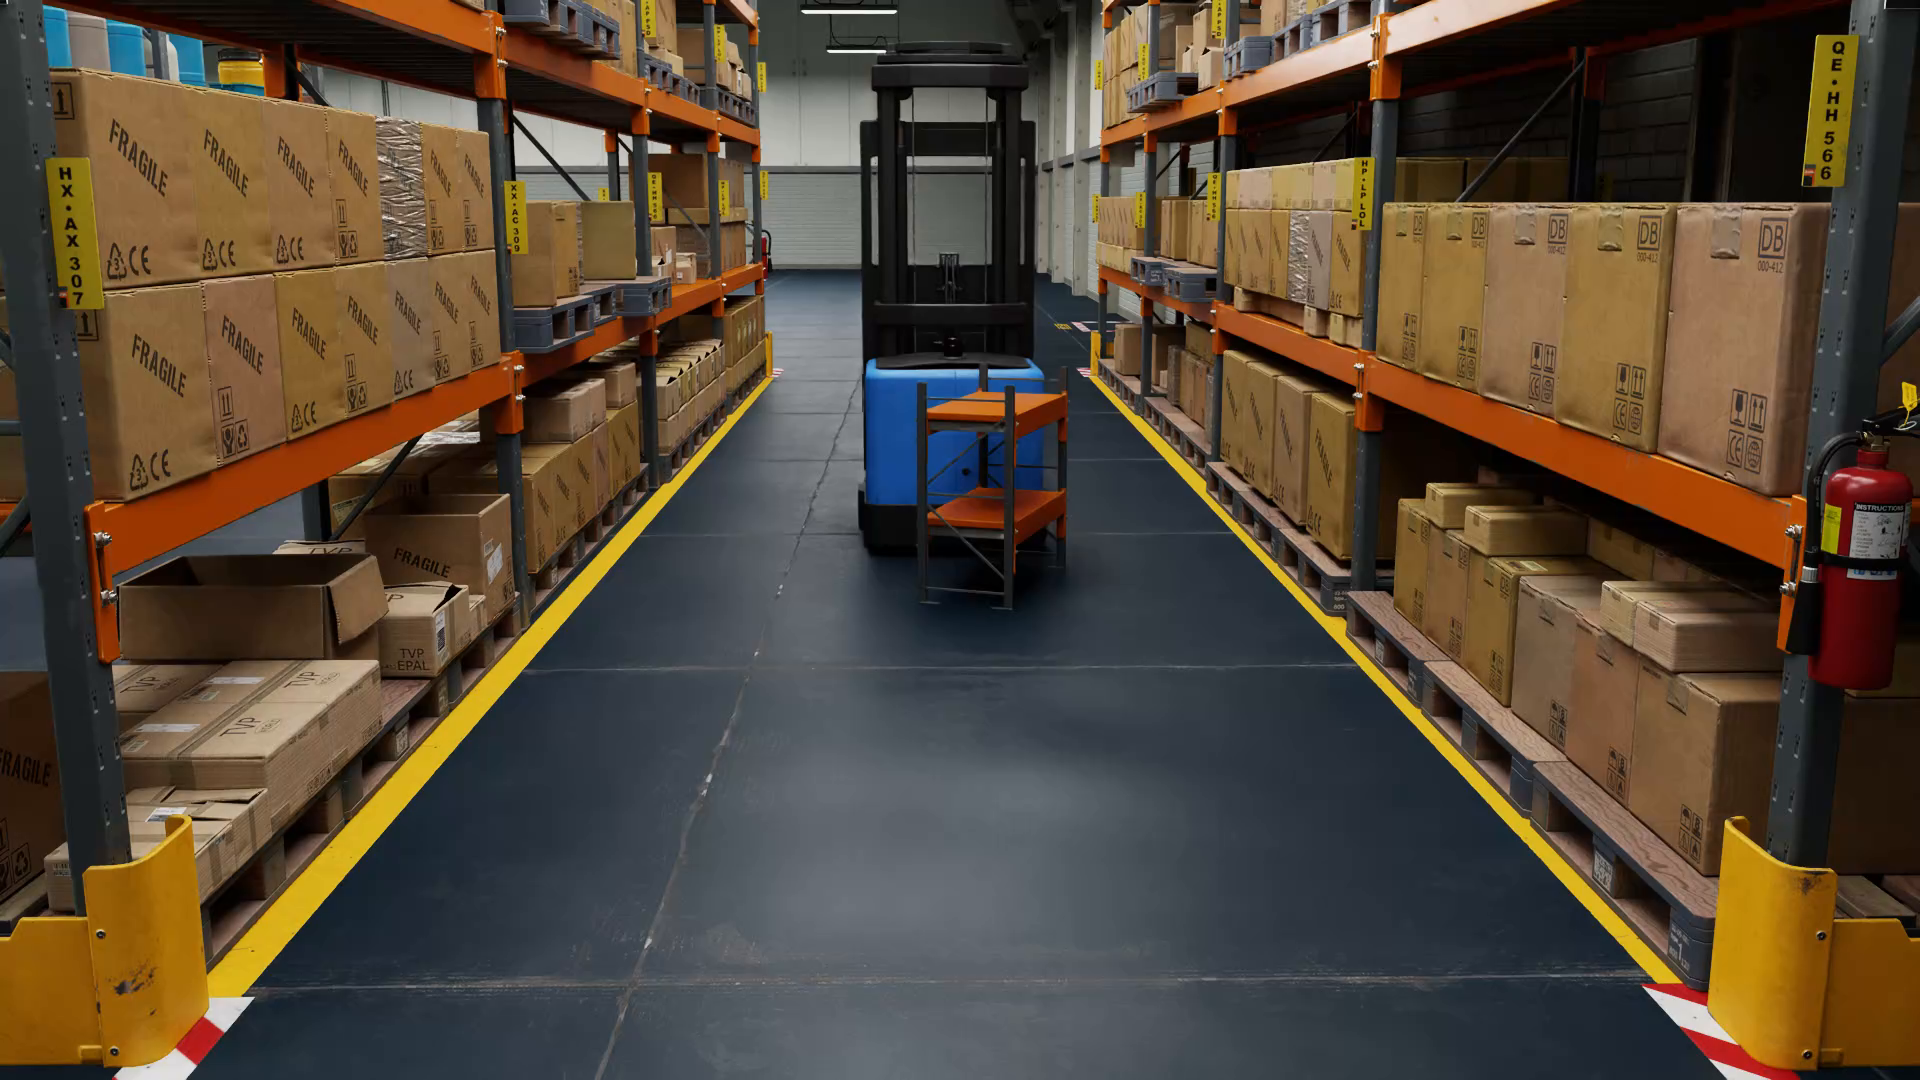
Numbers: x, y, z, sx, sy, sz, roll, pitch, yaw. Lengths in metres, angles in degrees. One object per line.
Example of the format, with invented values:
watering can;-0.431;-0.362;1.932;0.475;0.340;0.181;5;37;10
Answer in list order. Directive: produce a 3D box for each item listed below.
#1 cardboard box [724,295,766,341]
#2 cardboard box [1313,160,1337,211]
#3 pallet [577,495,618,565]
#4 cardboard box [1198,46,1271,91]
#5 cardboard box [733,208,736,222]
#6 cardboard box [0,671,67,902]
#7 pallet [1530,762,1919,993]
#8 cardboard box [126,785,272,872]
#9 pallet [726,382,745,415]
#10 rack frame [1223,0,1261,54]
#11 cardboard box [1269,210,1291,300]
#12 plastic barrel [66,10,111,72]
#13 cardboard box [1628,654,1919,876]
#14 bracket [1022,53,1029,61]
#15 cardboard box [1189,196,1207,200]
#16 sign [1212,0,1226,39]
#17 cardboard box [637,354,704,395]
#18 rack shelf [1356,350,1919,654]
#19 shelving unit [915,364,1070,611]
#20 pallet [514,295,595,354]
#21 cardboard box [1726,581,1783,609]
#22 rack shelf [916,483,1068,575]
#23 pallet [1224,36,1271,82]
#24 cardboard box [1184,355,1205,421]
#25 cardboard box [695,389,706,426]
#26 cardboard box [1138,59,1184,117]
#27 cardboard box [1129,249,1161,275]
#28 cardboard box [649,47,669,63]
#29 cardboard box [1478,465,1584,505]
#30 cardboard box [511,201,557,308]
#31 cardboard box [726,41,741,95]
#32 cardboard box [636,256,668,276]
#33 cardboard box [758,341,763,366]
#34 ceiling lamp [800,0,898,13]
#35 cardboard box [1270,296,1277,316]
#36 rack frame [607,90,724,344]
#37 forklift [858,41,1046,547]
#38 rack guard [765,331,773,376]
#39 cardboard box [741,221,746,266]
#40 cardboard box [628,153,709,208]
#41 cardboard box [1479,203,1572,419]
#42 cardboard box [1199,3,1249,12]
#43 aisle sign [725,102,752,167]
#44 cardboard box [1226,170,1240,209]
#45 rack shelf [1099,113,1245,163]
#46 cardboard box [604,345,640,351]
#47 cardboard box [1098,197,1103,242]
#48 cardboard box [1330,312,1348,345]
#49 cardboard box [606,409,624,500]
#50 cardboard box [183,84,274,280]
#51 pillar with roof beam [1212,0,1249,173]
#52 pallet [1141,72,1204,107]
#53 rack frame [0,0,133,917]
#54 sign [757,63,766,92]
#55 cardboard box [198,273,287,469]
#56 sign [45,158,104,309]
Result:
cardboard box;-2.503;-2.543;19.025;0.500;0.500;0.500;0;11;-1
cardboard box;2.122;-1.824;8.571;0.500;0.250;0.500;0;11;0
pallet;-2.647;-0.076;9.901;1.003;0.211;1.213;0;11;-1
cardboard box;2.021;-3.432;12.062;0.500;0.311;0.500;0;11;-1
cardboard box;-2.585;-3.457;17.674;0.380;0.149;0.250;0;11;0
cardboard box;-2.739;0.660;4.443;0.500;0.500;0.500;0;11;-1
pallet;2.376;0.944;4.873;1.003;0.211;1.213;0;11;-1
cardboard box;-2.152;0.796;4.610;0.380;0.166;0.250;0;11;-1
pallet;-2.704;-1.420;16.526;1.003;0.211;1.213;0;11;-1
rack frame;2.306;-4.794;11.056;1.000;3.000;0.127;0;11;-1
cardboard box;2.089;-1.655;9.621;0.500;0.500;0.500;0;11;0
plastic barrel;-7.441;-4.094;13.889;0.600;0.901;0.600;0;11;0
cardboard box;2.357;0.617;4.705;0.700;0.500;0.500;0;11;-1
bracket;1.987;-14.528;49.985;0.235;0.232;0.430;0;11;-1
cardboard box;2.422;-3.047;15.975;0.500;0.500;0.500;-1;11;-2
sign;1.763;-3.576;11.294;0.100;0.325;0.005;0;11;-1
cardboard box;-2.403;-1.379;13.762;0.500;0.311;0.500;0;11;-2
rack shelf;2.430;-0.309;5.845;1.077;0.370;4.000;0;11;-1
shelving unit;0.187;-0.313;8.770;0.538;1.125;1.048;4;12;18
pallet;-2.471;-1.103;8.434;1.003;0.211;1.213;0;11;-1
cardboard box;2.548;0.222;5.018;0.380;0.149;0.250;0;11;-1
rack shelf;0.187;-0.073;8.819;0.538;0.278;1.000;4;12;18
pallet;2.372;-3.104;10.744;1.213;0.211;1.003;0;11;1
cardboard box;2.286;-1.289;14.050;0.700;0.500;0.500;0;11;-1
cardboard box;-2.402;-1.102;13.804;0.500;0.250;0.500;0;11;0
cardboard box;1.966;-4.278;15.754;0.500;0.500;0.500;0;11;0
cardboard box;1.910;-2.678;16.043;0.500;0.250;0.500;0;11;-1
cardboard box;-2.712;-3.999;14.001;0.500;0.250;0.500;-1;12;-7
cardboard box;2.497;-0.238;7.287;0.380;0.149;0.250;0;11;-1
cardboard box;-2.350;-1.388;8.047;0.700;0.500;0.500;-4;12;-20
cardboard box;-2.637;-4.751;16.720;0.797;0.503;0.637;1;12;5
cardboard box;-2.472;-1.968;12.438;0.500;0.311;0.500;0;11;-2
cardboard box;-2.483;-2.077;18.610;0.500;0.250;0.500;0;11;-1
ceiling lamp;-2.291;-12.473;34.228;2.000;3.185;0.800;0;11;-1
cardboard box;2.141;-1.470;10.341;0.380;0.149;0.250;0;11;0
rack frame;-2.729;-2.628;15.468;1.000;3.000;0.127;0;11;-1
forklift;-0.086;-1.636;10.752;1.130;2.935;3.031;0;11;-2
rack guard;-2.813;-2.203;19.660;1.175;0.500;0.348;0;11;-1
cardboard box;-2.815;-3.379;18.920;0.700;0.500;0.500;0;11;-1
cardboard box;-2.745;-3.401;15.764;0.700;0.500;0.500;0;11;-1
cardboard box;2.418;-0.808;5.744;0.980;0.700;0.700;-1;11;-4
cardboard box;2.499;-4.766;15.649;0.500;0.500;0.500;0;11;0
aisle sign;-2.520;-4.711;19.199;0.394;0.787;0.004;0;11;-1
cardboard box;2.058;-2.329;11.059;0.500;0.250;0.500;0;11;0
rack shelf;2.182;-4.164;17.305;1.077;0.370;4.000;0;11;-1
cardboard box;-2.965;-1.578;14.744;0.500;0.311;0.500;0;11;-2
cardboard box;1.850;-3.652;18.956;0.500;0.500;0.500;0;11;-1
cardboard box;2.070;-1.062;8.329;0.380;0.149;0.250;0;11;0
cardboard box;-2.382;-0.536;10.335;0.500;0.500;0.500;-1;11;-3
cardboard box;-2.245;-0.975;4.553;0.500;0.500;0.500;0;11;-1
pillar with roof beam;-1.284;-6.231;18.140;9.100;9.000;0.400;0;11;-1
pallet;2.154;-3.698;13.669;1.213;0.211;1.003;0;11;-1
rack frame;-2.481;-0.243;3.710;1.000;3.000;0.127;0;11;-1
sign;-2.269;-5.288;19.007;0.100;0.325;0.005;0;11;-1
cardboard box;-2.243;-0.483;4.646;0.500;0.500;0.500;0;11;-2
sign;-1.939;-0.669;3.635;0.100;0.325;0.005;0;11;-1
